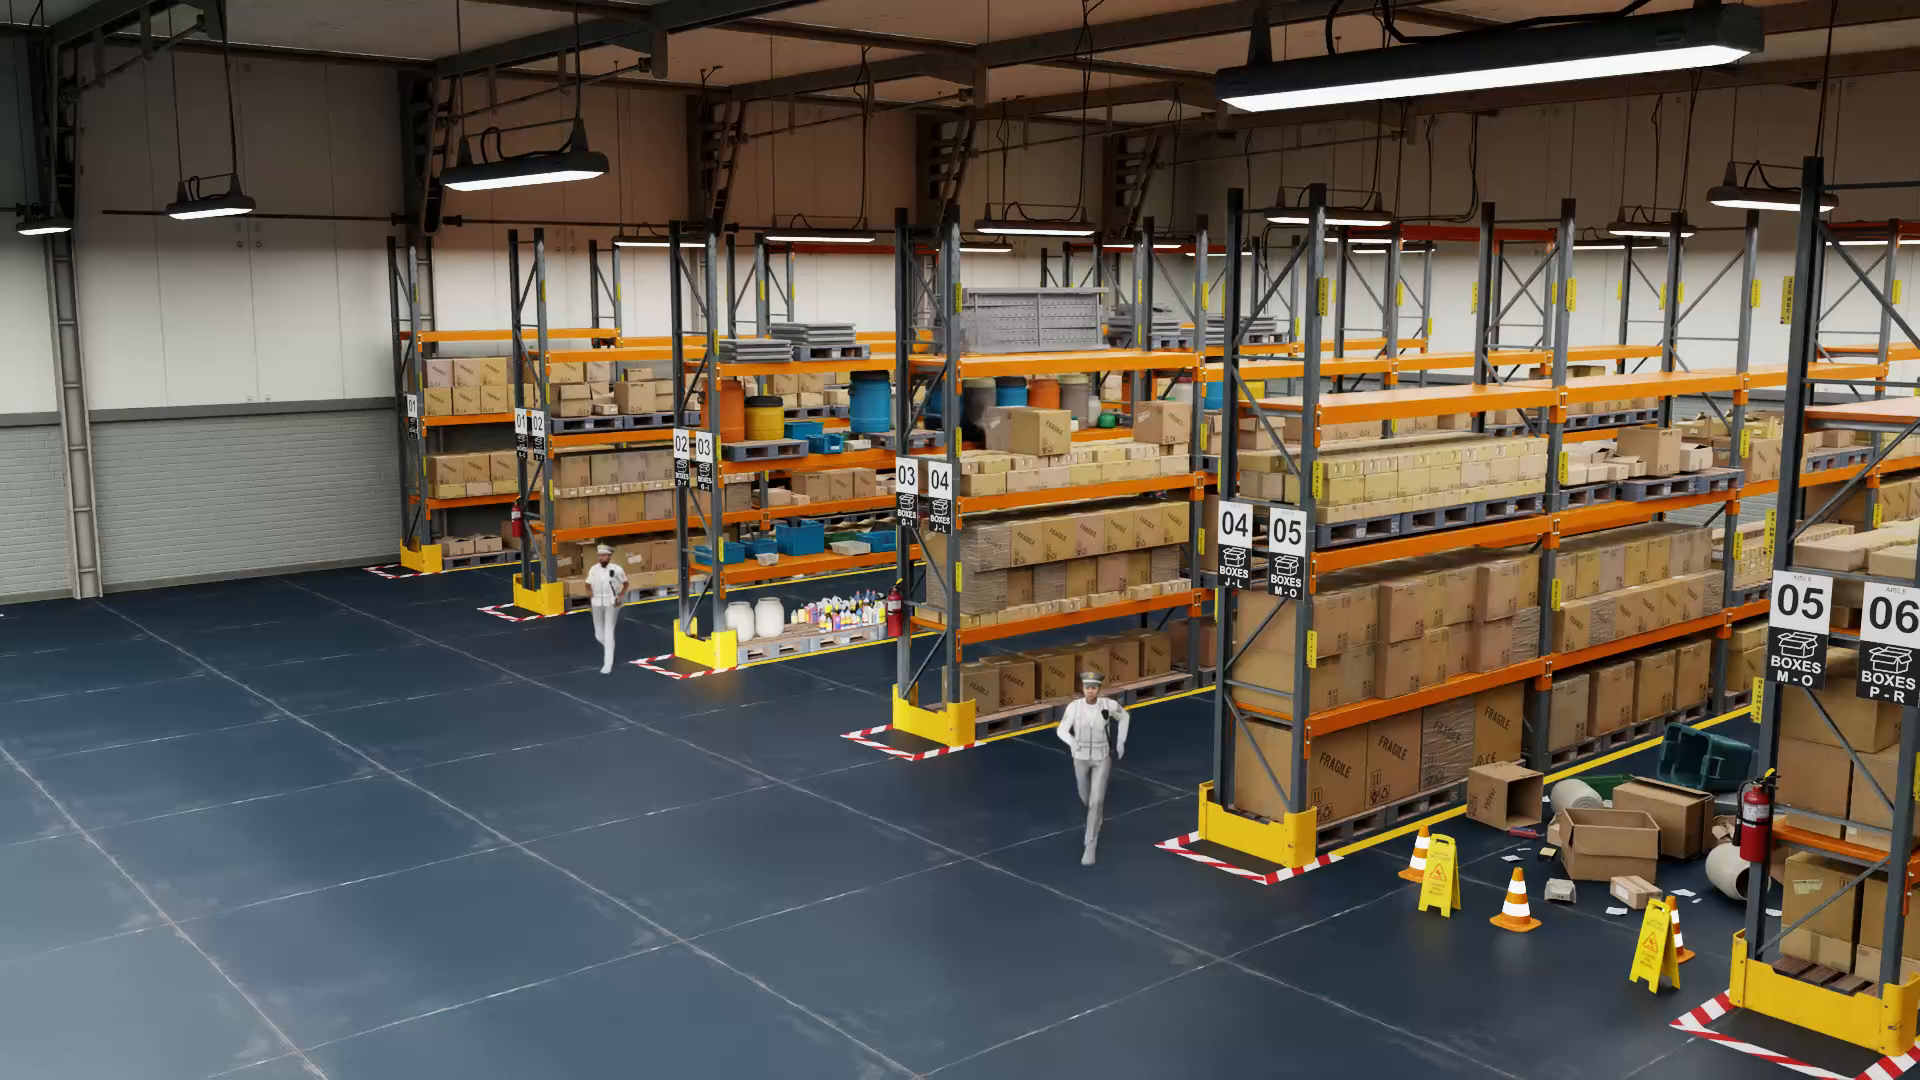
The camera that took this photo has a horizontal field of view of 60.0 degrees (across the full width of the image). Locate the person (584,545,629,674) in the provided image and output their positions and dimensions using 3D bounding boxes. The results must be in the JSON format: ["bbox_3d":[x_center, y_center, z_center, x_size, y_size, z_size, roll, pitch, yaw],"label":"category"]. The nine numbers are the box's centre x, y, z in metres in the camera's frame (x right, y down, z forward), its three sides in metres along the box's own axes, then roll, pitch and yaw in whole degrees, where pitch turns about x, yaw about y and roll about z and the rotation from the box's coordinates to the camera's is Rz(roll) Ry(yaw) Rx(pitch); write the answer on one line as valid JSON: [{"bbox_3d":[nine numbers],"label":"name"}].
[{"bbox_3d":[-4.787,0.897,22.459,0.586,1.711,0.779,1,9,7],"label":"person"}]

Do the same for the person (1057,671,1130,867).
[{"bbox_3d":[1.215,2.015,15.216,0.645,1.719,0.944,2,9,11],"label":"person"}]
